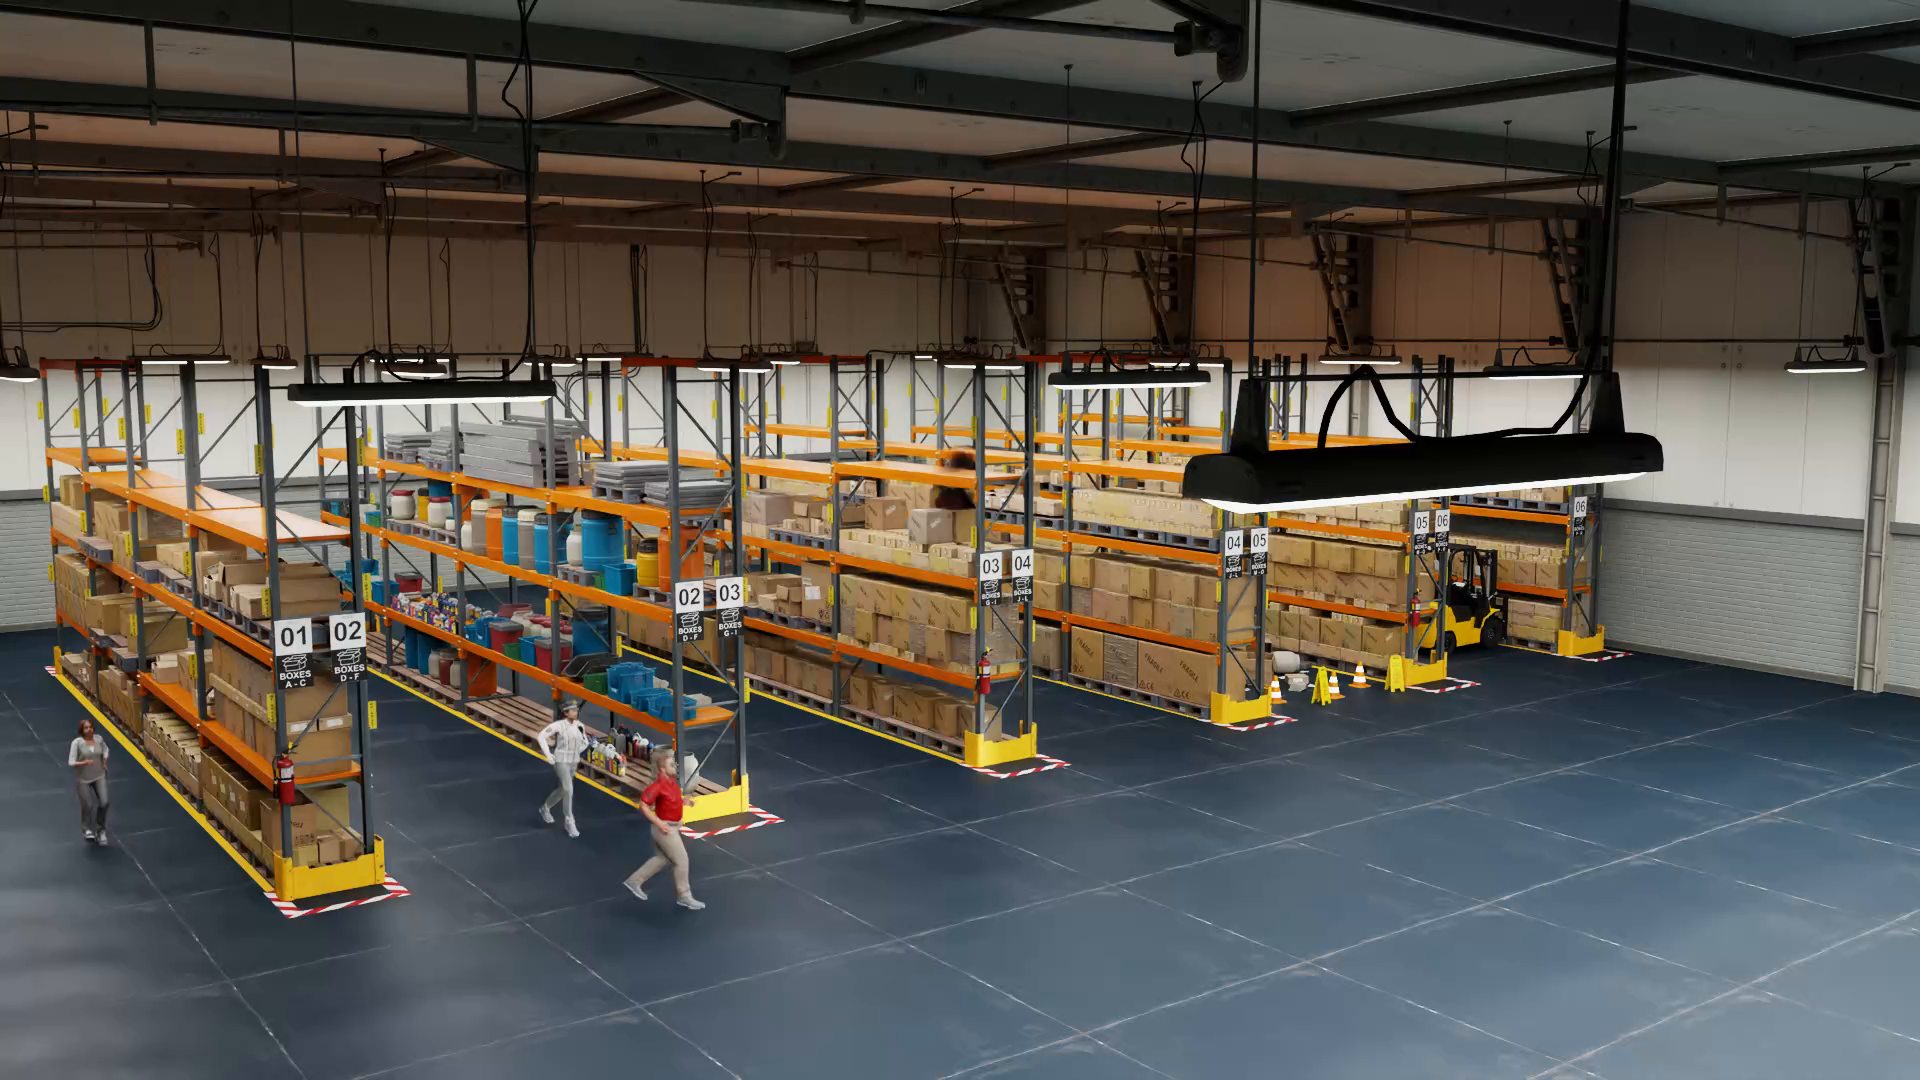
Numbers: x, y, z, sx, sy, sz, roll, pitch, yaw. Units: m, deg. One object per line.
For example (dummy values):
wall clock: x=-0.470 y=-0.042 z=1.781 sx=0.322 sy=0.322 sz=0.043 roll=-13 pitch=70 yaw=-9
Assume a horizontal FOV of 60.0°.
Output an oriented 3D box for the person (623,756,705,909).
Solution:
person: x=-3.317 y=3.260 z=18.581 sx=0.912 sy=1.743 sz=0.646 roll=0 pitch=7 yaw=-4

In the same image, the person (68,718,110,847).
person: x=-10.888 y=3.043 z=20.859 sx=0.514 sy=1.631 sz=0.653 roll=-6 pitch=9 yaw=-40

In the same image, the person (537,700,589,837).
person: x=-5.115 y=2.923 z=21.627 sx=0.865 sy=1.719 sz=0.641 roll=5 pitch=8 yaw=33
